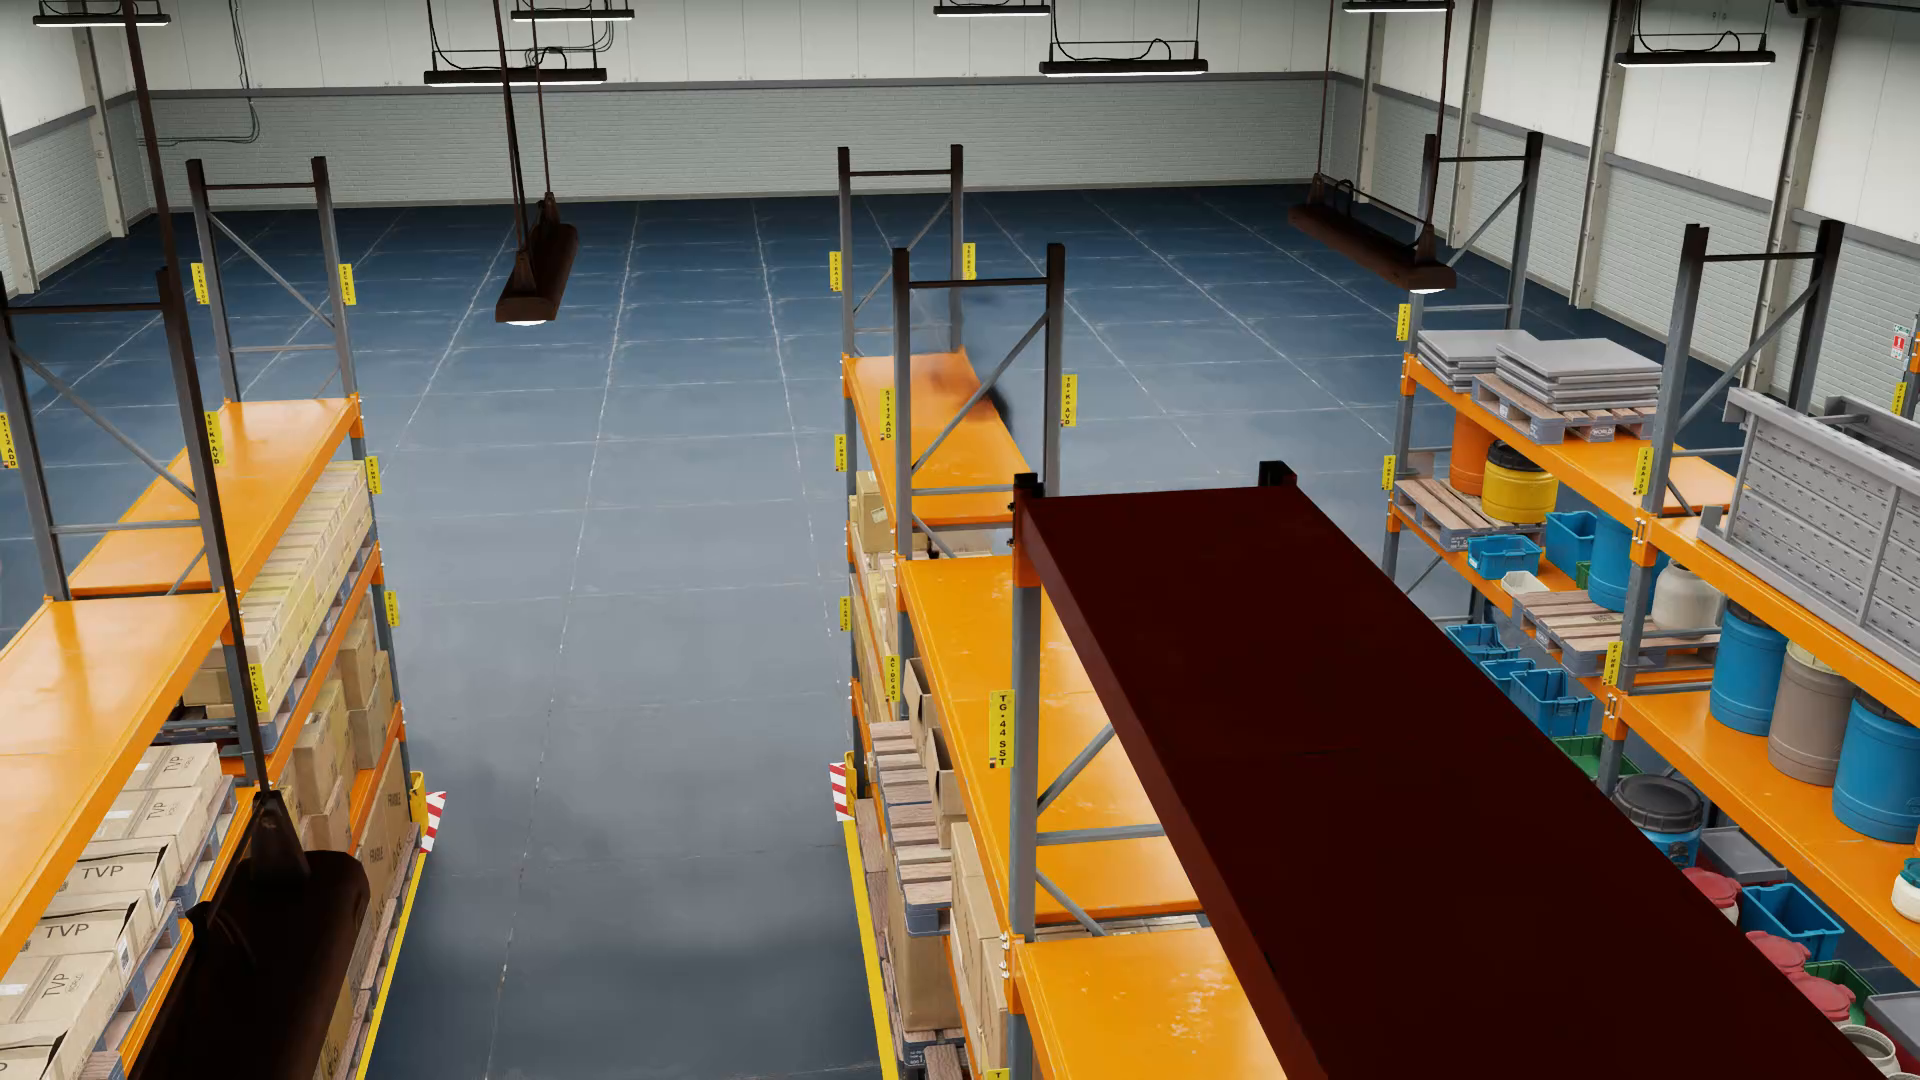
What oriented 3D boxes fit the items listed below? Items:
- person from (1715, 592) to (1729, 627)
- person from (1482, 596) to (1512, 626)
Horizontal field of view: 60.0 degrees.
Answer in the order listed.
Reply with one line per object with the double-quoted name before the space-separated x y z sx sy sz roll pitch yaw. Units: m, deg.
"person" 8.521 0.515 18.180 0.624 1.646 0.631 9 23 22
"person" 6.034 0.400 18.544 0.521 1.558 0.537 3 22 9
